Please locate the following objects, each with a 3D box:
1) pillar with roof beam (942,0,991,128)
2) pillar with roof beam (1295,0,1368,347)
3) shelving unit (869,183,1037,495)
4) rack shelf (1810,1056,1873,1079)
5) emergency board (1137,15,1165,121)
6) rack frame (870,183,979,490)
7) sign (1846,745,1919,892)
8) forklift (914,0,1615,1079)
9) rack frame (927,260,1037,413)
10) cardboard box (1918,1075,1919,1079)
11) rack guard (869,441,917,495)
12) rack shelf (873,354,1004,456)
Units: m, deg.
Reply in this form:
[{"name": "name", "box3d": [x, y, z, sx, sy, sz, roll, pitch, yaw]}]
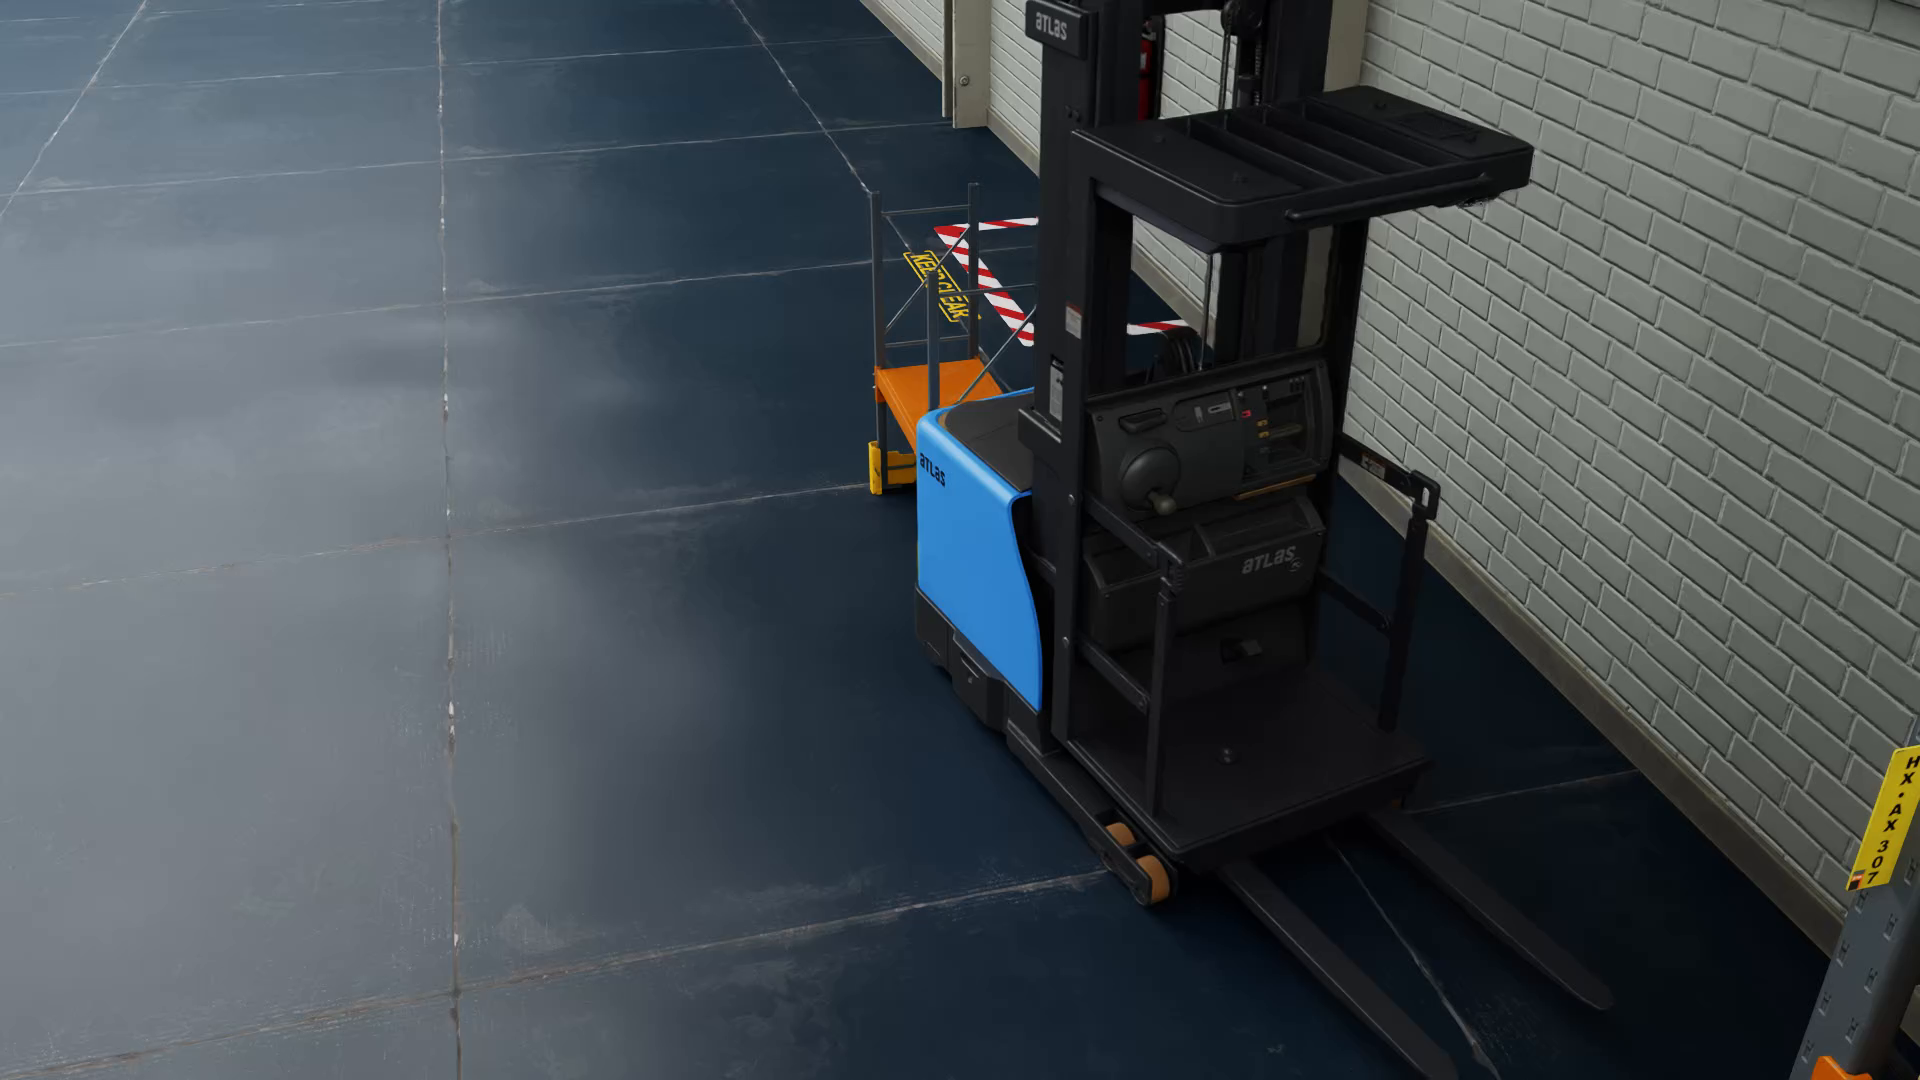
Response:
[{"name": "pillar with roof beam", "box3d": [-4.098, -6.789, 10.497, 9.100, 9.000, 0.400, -8, 31, -13]}, {"name": "pillar with roof beam", "box3d": [-2.506, -3.892, 5.490, 9.100, 9.000, 0.400, -8, 31, -13]}, {"name": "shelving unit", "box3d": [-0.020, -0.686, 7.438, 0.587, 1.500, 1.083, -8, 31, -13]}, {"name": "rack shelf", "box3d": [2.748, 2.085, 1.872, 1.077, 0.370, 4.000, -8, 31, -13]}, {"name": "emergency board", "box3d": [1.026, -3.066, 10.053, 0.194, 1.169, 0.643, -8, 31, -13]}, {"name": "rack frame", "box3d": [-0.158, -0.936, 7.870, 0.500, 1.500, 0.032, -8, 31, -13]}, {"name": "sign", "box3d": [1.694, 0.505, 3.019, 0.100, 0.325, 0.005, -8, 31, -13]}, {"name": "forklift", "box3d": [0.946, -0.293, 5.331, 1.130, 2.935, 3.031, -15, 33, -24]}, {"name": "rack frame", "box3d": [0.112, -0.445, 7.021, 0.500, 1.500, 0.032, -8, 31, -13]}, {"name": "cardboard box", "box3d": [2.041, 1.141, 2.913, 0.500, 0.250, 0.500, -9, 31, -15]}, {"name": "rack guard", "box3d": [-0.152, -0.386, 8.167, 0.587, 0.250, 0.087, -8, 31, -13]}, {"name": "rack shelf", "box3d": [-0.023, -0.535, 7.536, 0.538, 0.185, 1.000, -8, 31, -13]}]
